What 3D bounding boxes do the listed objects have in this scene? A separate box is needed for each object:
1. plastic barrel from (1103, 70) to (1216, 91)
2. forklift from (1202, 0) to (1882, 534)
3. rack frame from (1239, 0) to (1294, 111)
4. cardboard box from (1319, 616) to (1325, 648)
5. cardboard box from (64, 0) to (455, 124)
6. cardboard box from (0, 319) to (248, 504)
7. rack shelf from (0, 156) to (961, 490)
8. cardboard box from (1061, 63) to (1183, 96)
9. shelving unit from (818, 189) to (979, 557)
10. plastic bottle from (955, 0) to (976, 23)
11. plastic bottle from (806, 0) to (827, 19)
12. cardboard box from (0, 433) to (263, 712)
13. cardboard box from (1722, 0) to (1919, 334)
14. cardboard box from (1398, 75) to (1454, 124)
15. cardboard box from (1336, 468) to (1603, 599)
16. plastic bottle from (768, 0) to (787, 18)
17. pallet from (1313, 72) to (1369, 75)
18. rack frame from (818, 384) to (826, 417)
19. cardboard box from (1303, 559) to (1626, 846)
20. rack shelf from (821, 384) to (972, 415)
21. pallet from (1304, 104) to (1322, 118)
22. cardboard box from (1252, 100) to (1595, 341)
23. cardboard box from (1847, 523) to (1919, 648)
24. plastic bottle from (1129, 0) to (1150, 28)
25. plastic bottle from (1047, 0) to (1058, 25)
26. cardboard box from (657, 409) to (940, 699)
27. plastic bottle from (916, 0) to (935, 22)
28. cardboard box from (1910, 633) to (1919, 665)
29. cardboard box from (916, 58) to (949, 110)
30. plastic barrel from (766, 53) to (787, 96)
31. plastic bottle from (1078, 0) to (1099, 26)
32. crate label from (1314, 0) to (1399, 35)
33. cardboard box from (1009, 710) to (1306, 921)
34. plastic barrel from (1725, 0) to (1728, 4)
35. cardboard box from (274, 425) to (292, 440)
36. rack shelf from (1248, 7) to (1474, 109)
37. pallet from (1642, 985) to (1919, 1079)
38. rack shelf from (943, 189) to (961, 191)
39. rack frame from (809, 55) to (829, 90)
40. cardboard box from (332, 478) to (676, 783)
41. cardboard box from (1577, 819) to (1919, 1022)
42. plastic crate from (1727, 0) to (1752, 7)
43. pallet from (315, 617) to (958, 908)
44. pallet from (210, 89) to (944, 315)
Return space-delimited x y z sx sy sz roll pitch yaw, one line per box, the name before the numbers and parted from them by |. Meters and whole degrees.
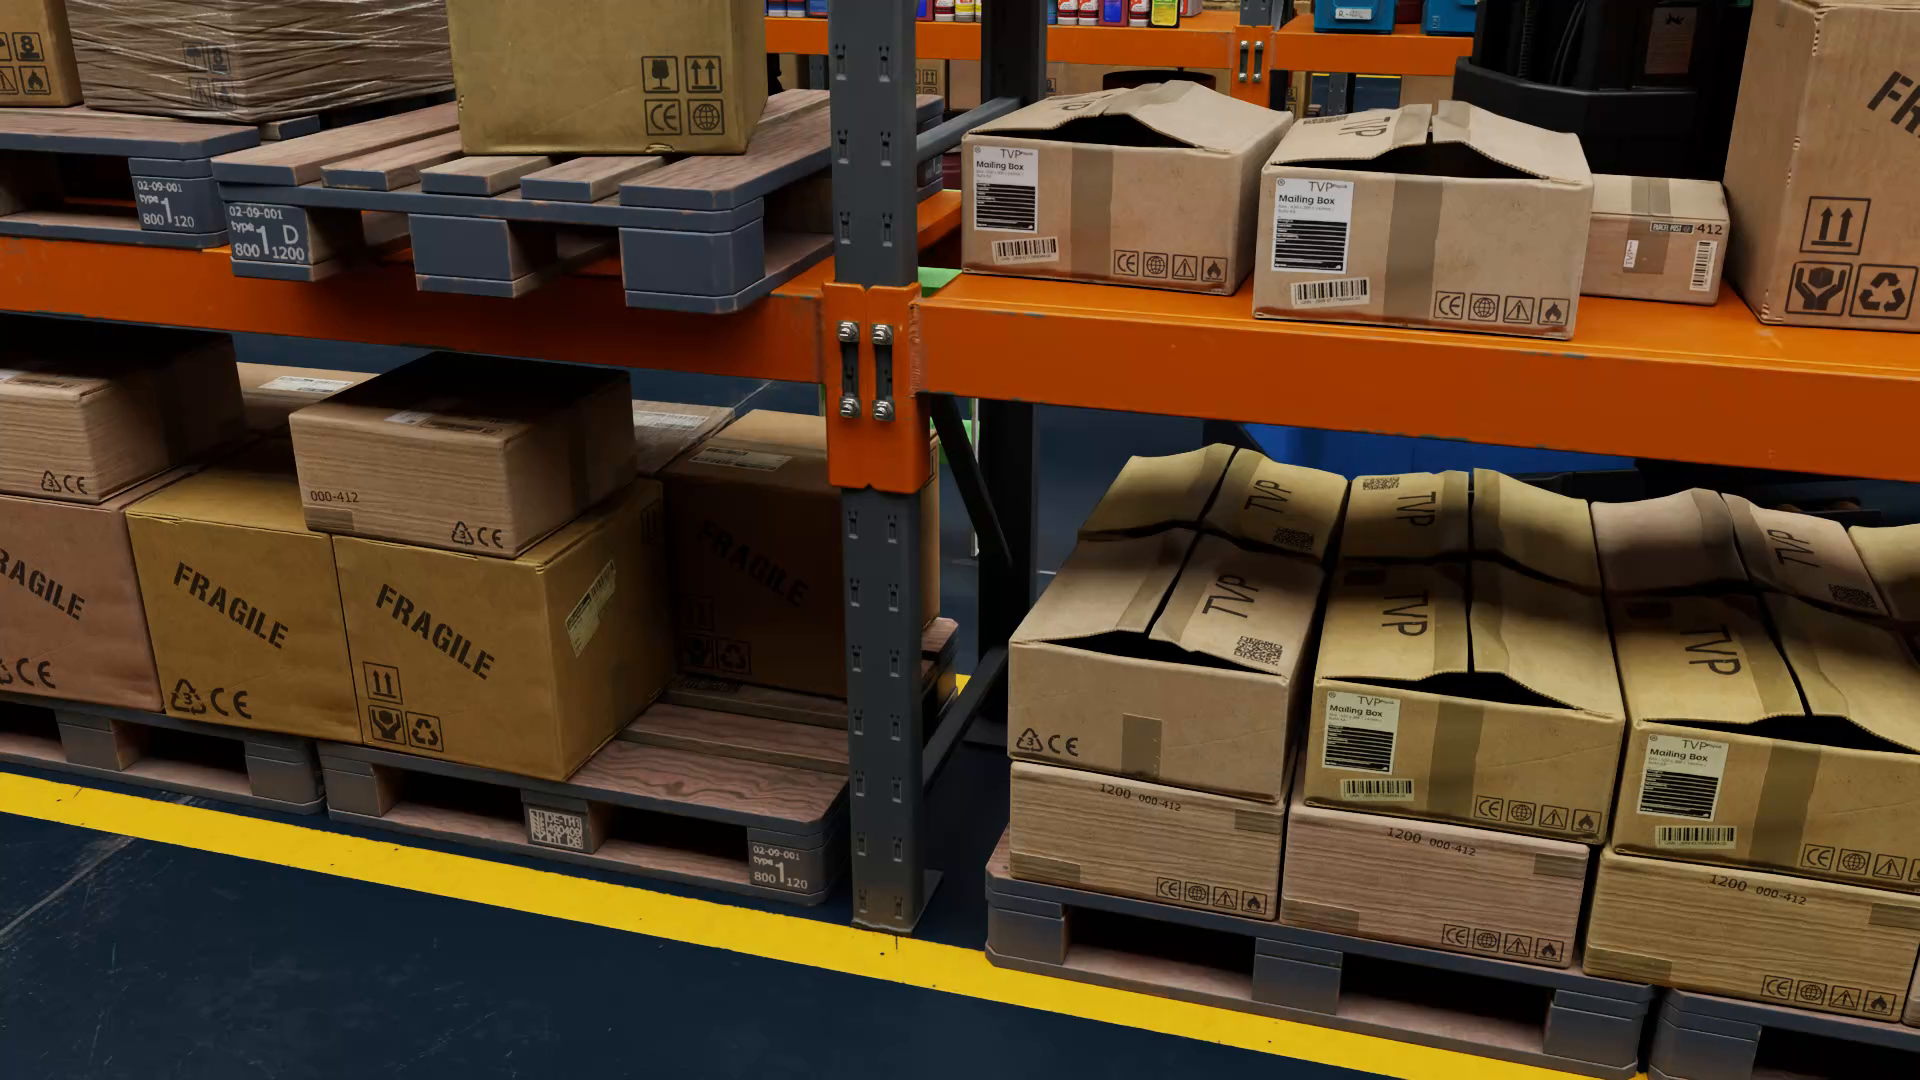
plastic barrel | 0.947 -1.816 8.051 0.708 0.830 0.600 7 23 16
forklift | 2.400 -1.494 5.050 3.031 2.935 1.130 -3 22 -6
rack frame | 1.420 -2.579 7.604 0.127 3.000 1.000 7 23 16
cardboard box | 0.560 0.268 3.735 0.500 0.250 0.500 7 23 17
cardboard box | -1.470 -1.218 3.601 0.500 0.500 0.700 11 25 25
cardboard box | -2.013 -0.306 3.789 0.500 0.250 0.500 6 23 14
rack shelf | -1.929 -0.666 3.888 4.000 0.370 1.077 7 23 16
cardboard box | 1.345 -3.773 12.762 0.875 0.875 1.225 7 23 16
shelving unit | -0.158 -0.573 5.087 0.503 1.200 0.258 7 23 15
plastic bottle | 0.024 -2.485 7.636 0.097 0.201 0.097 0 22 0
plastic bottle | -0.629 -2.638 7.813 0.185 0.351 0.144 7 23 16
cardboard box | -1.977 0.044 3.923 0.500 0.500 0.500 6 23 14
cardboard box | 1.597 -0.647 2.764 0.500 0.500 0.500 5 23 13
cardboard box | 3.498 -3.359 12.220 0.500 0.500 0.700 5 23 13
cardboard box | 1.058 0.062 3.498 0.500 0.311 0.500 6 23 15
plastic bottle | -0.864 -2.619 7.871 0.097 0.271 0.097 0 22 0
pallet | 3.633 -4.965 17.096 1.213 0.211 1.003 7 23 16
rack frame | -0.392 -0.600 5.152 0.015 1.200 0.240 7 23 15
cardboard box | 0.908 0.258 3.020 0.500 0.311 0.500 6 23 14
rack shelf | -0.158 -0.514 5.111 0.480 0.148 0.258 7 23 15
pallet | 2.118 -3.202 12.797 1.213 0.211 1.003 7 23 16
cardboard box | 0.786 -0.570 2.824 0.500 0.311 0.500 6 23 15
cardboard box | 2.020 0.174 3.225 0.500 0.311 0.500 7 23 17
plastic bottle | 0.805 -2.395 7.419 0.097 0.201 0.097 0 22 0
plastic bottle | 0.397 -2.474 7.519 0.097 0.271 0.097 0 22 0
cardboard box | -0.367 0.020 3.983 0.500 0.500 0.500 8 23 18
plastic bottle | -0.184 -2.539 7.661 0.133 0.283 0.061 7 23 16
cardboard box | 1.888 0.371 2.745 0.500 0.311 0.500 6 23 15
cardboard box | -0.360 -3.965 13.230 0.875 0.875 1.225 7 23 16
plastic barrel | -1.215 -2.097 8.641 0.708 0.901 0.600 7 23 16
plastic bottle | 0.584 -2.421 7.480 0.097 0.201 0.097 0 22 0
crate label | 1.715 -2.319 7.191 0.416 0.233 0.303 7 23 16
cardboard box | 0.402 0.463 3.259 0.500 0.250 0.500 6 23 15
plastic barrel | 3.281 -2.515 7.270 0.433 0.535 0.433 0 22 0
cardboard box | -1.349 -0.092 4.256 0.500 0.500 0.500 6 23 15
rack shelf | 3.335 -2.026 7.206 4.000 0.370 1.077 7 23 16
pallet | 1.927 0.750 3.164 1.213 0.211 1.003 7 23 16
rack shelf | -0.158 -0.958 4.929 0.480 0.148 0.258 7 23 15
rack frame | -0.978 -4.817 13.060 0.127 3.000 1.000 7 23 16
cardboard box | -0.977 0.156 3.650 0.500 0.500 0.500 7 23 18
cardboard box | 1.383 0.572 2.992 0.500 0.250 0.500 6 23 14
plastic crate | 3.501 -2.130 6.790 0.662 0.188 0.450 7 23 16
pallet | -0.718 0.415 3.979 1.213 0.211 1.003 7 23 16
pallet | -0.683 -0.739 3.373 1.003 0.211 1.213 7 23 16
